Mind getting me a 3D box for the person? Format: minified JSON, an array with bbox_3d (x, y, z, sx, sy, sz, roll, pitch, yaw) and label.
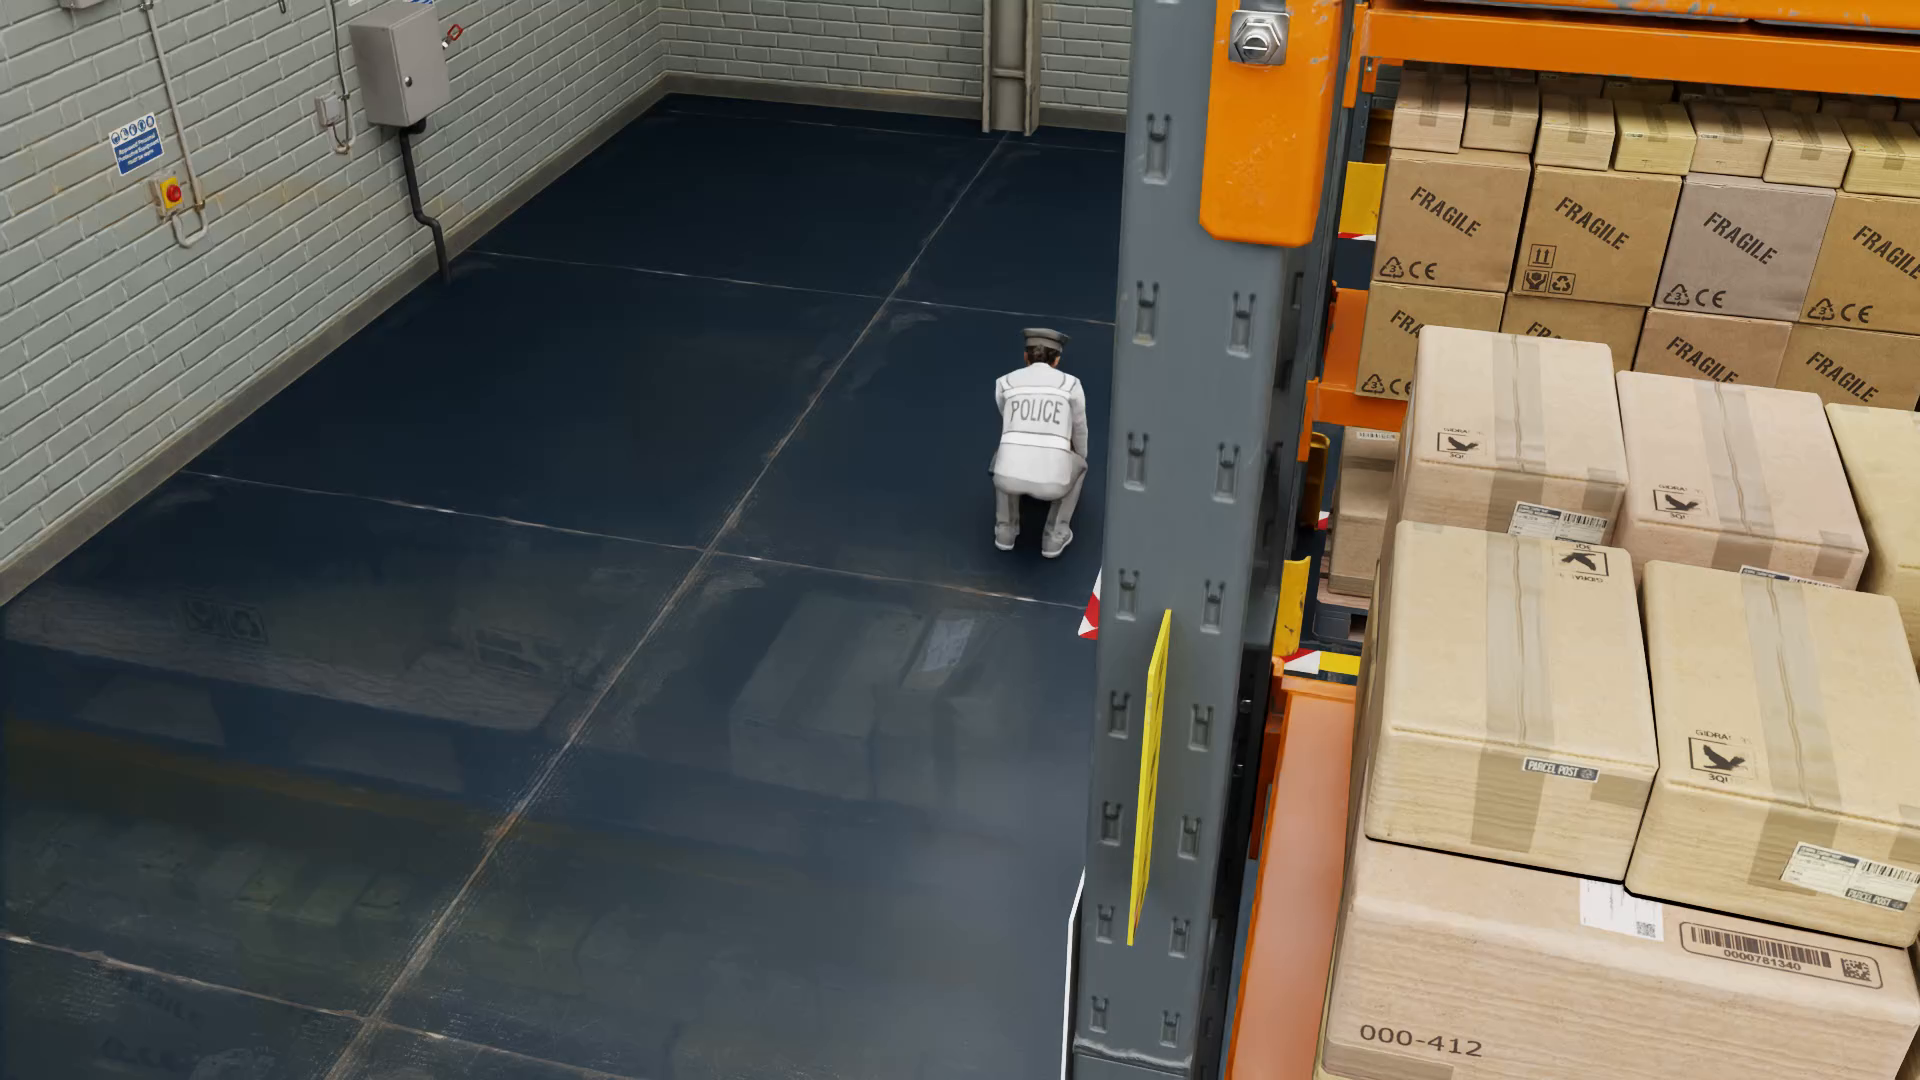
[{"bbox_3d":[0.380,-0.474,8.006,0.462,0.983,0.842,7,34,11],"label":"person"}]
